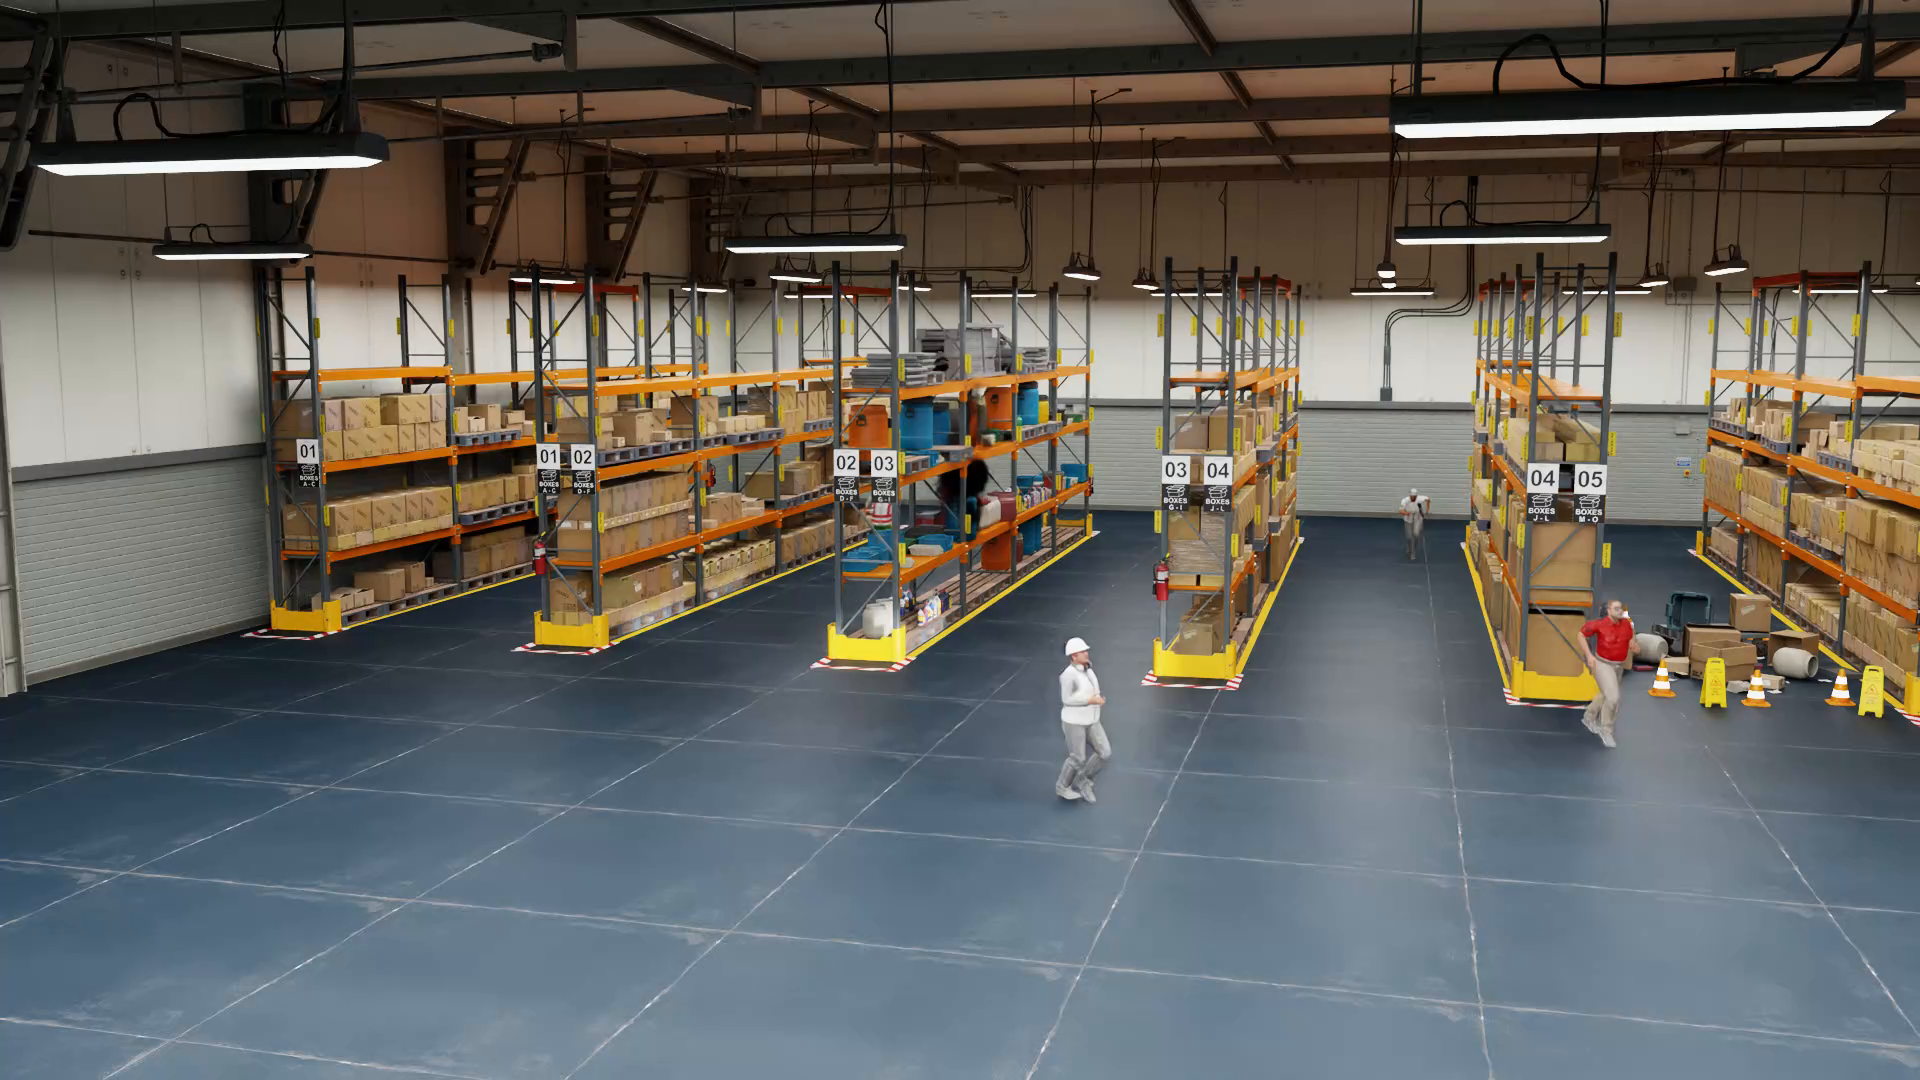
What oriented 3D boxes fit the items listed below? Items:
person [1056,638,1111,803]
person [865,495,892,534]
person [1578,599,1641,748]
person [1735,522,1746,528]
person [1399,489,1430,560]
[{"bbox_3d":[1.315,1.923,17.521,0.669,1.789,0.640,6,9,39],"label":"person"},{"bbox_3d":[-1.515,-0.265,32.050,0.648,1.820,0.858,1,7,6],"label":"person"},{"bbox_3d":[7.896,1.598,20.247,0.650,1.796,0.810,-3,8,-24],"label":"person"},{"bbox_3d":[17.881,-0.565,37.851,0.512,1.575,0.736,6,9,40],"label":"person"},{"bbox_3d":[9.923,-0.352,36.363,0.645,1.616,0.997,2,8,16],"label":"person"}]
